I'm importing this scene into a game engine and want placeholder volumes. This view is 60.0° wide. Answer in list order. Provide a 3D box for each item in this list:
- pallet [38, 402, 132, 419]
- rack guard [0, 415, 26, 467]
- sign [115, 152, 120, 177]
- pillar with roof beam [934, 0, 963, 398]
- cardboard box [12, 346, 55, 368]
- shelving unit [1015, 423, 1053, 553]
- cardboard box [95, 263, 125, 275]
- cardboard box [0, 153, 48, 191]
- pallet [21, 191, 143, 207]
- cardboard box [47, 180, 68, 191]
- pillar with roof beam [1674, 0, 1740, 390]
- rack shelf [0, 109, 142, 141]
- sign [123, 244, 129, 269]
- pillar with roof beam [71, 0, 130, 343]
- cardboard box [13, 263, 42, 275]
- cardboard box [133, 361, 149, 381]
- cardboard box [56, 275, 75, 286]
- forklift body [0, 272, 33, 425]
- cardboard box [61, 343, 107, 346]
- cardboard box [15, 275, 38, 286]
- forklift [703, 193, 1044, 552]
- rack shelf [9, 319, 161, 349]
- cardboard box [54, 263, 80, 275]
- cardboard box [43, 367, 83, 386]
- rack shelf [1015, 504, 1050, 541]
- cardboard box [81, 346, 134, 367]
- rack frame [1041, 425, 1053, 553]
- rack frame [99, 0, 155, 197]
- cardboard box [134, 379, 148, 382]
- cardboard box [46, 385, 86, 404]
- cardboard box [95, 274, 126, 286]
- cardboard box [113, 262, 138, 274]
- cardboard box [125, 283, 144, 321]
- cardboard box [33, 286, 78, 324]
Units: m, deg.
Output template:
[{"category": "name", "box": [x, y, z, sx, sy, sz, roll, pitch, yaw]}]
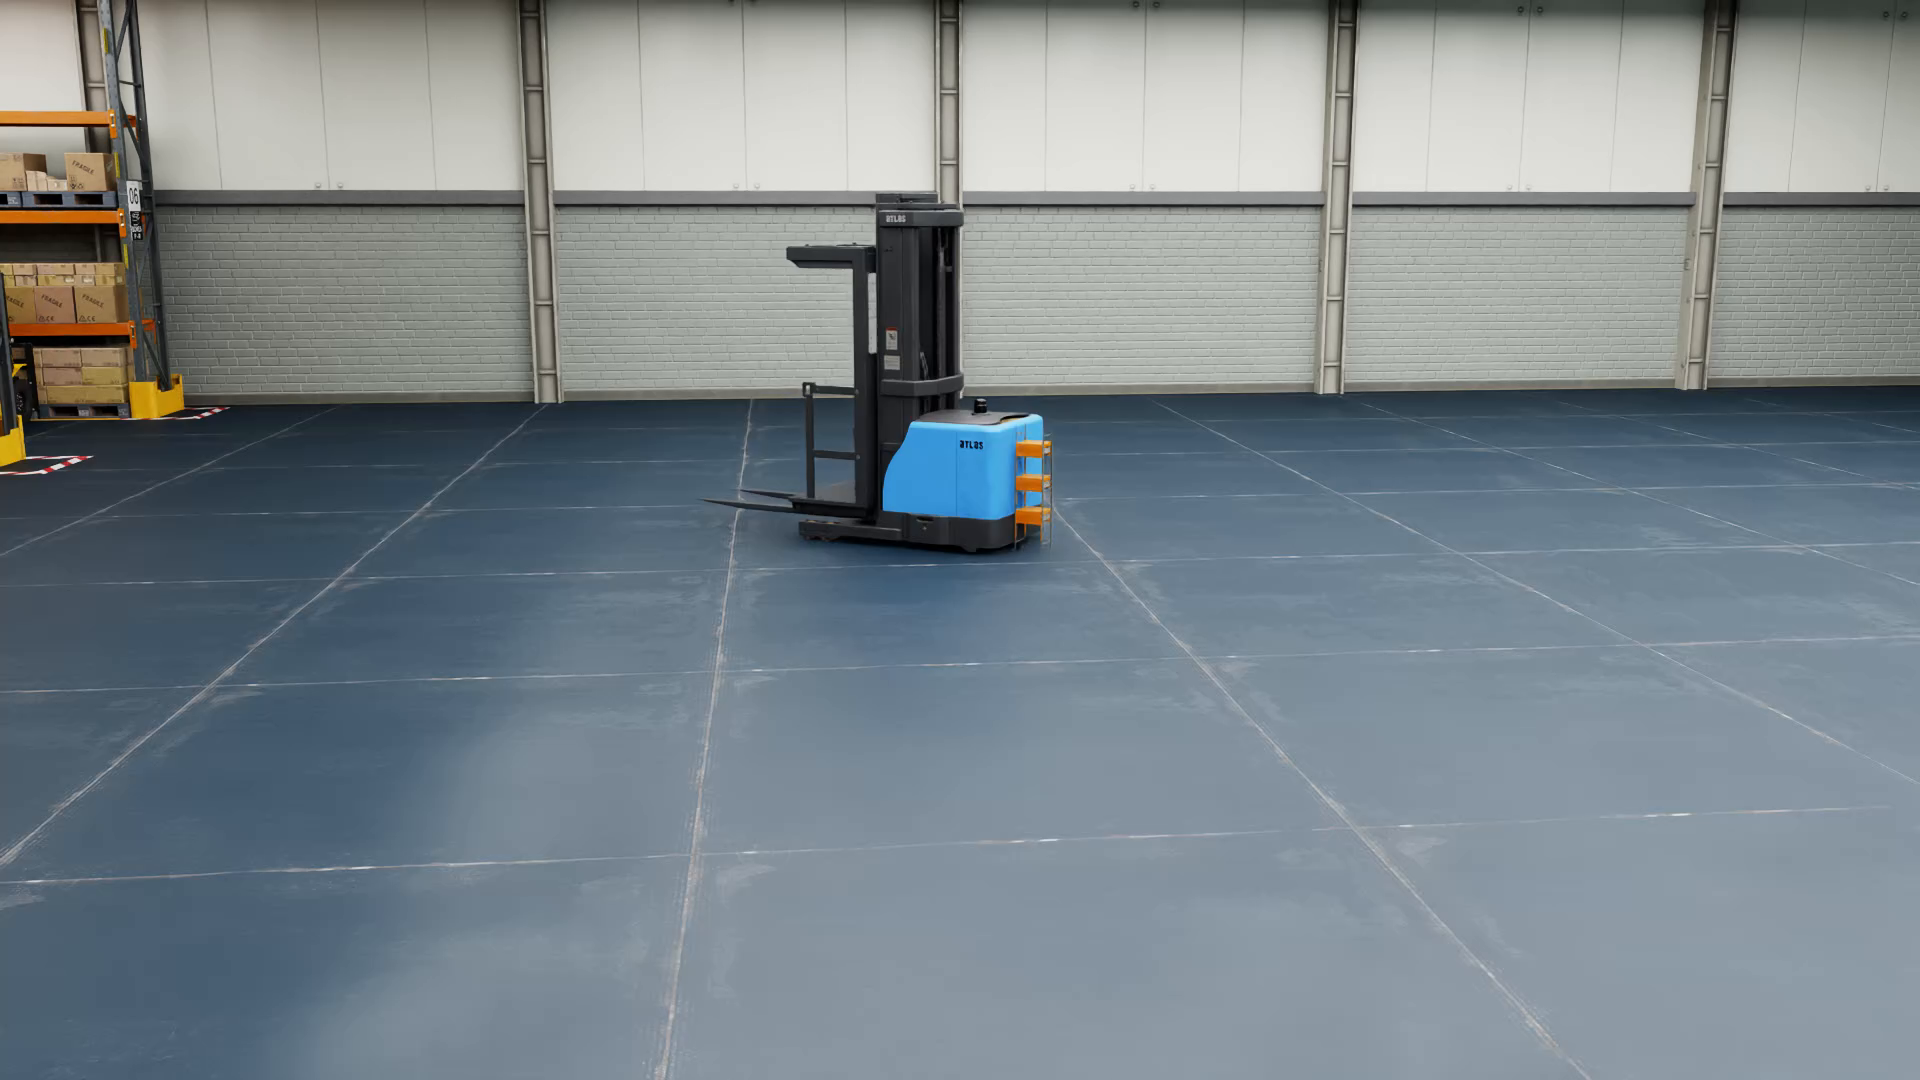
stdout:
[{"category": "pallet", "box": [-12.070, -1.861, 23.285, 1.213, 0.211, 1.003, -1, 11, -6]}, {"category": "rack guard", "box": [-10.850, -1.073, 18.529, 0.348, 0.500, 1.175, -1, 11, -6]}, {"category": "sign", "box": [-11.269, -5.016, 22.240, 0.005, 0.325, 0.100, -1, 11, -6]}, {"category": "pillar with roof beam", "box": [0.291, -5.779, 20.437, 0.400, 9.000, 9.100, -1, 11, -6]}, {"category": "cardboard box", "box": [-12.745, -2.507, 22.790, 0.500, 0.250, 0.500, -1, 11, -5]}, {"category": "shelving unit", "box": [0.613, -0.431, 13.841, 0.252, 1.050, 0.215, 5, 12, 26]}, {"category": "cardboard box", "box": [-11.647, -3.718, 22.793, 0.250, 0.149, 0.380, -1, 11, -6]}, {"category": "cardboard box", "box": [-12.757, -4.971, 22.493, 0.500, 0.500, 0.700, -1, 11, -6]}, {"category": "pallet", "box": [-12.020, -4.672, 22.807, 1.213, 0.211, 1.003, -1, 11, -6]}, {"category": "cardboard box", "box": [-12.105, -4.781, 22.439, 0.250, 0.149, 0.380, -2, 11, -8]}, {"category": "pillar with roof beam", "box": [12.221, -6.029, 21.708, 0.400, 9.000, 9.100, -1, 11, -6]}, {"category": "rack shelf", "box": [-13.302, -5.606, 22.455, 4.000, 0.370, 1.077, -1, 11, -6]}, {"category": "sign", "box": [-11.269, -3.833, 22.473, 0.005, 0.325, 0.100, -1, 11, -6]}, {"category": "pillar with roof beam", "box": [-11.638, -5.529, 19.165, 0.400, 9.000, 9.100, -1, 11, -6]}, {"category": "cardboard box", "box": [-12.649, -3.679, 22.593, 0.250, 0.149, 0.380, -1, 11, -5]}, {"category": "cardboard box", "box": [-11.804, -2.385, 23.467, 0.500, 0.250, 0.500, -1, 11, -5]}, {"category": "cardboard box", "box": [-12.144, -3.555, 22.732, 0.250, 0.149, 0.380, -1, 11, -5]}, {"category": "forklift body", "box": [-13.002, -2.447, 21.239, 1.214, 2.155, 2.313, -1, 11, -6]}, {"category": "cardboard box", "box": [-12.308, -2.615, 23.343, 0.500, 0.250, 0.500, -1, 11, -6]}, {"category": "cardboard box", "box": [-12.652, -3.537, 22.642, 0.250, 0.149, 0.380, -2, 11, -8]}, {"category": "forklift", "box": [-0.827, -1.510, 14.449, 3.031, 2.935, 1.130, 5, 12, 26]}, {"category": "rack shelf", "box": [-13.302, -2.858, 22.995, 4.000, 0.370, 1.077, -1, 11, -6]}, {"category": "cardboard box", "box": [-12.146, -3.696, 22.683, 0.250, 0.149, 0.380, -1, 11, -5]}, {"category": "cardboard box", "box": [-12.264, -2.277, 22.915, 0.500, 0.250, 0.500, -1, 11, -7]}, {"category": "rack shelf", "box": [0.613, -0.148, 13.897, 0.240, 0.259, 0.215, 5, 12, 26]}, {"category": "cardboard box", "box": [-11.738, -2.531, 22.913, 0.500, 0.250, 0.500, -1, 11, -4]}, {"category": "rack frame", "box": [0.723, -0.421, 13.788, 0.008, 1.050, 0.200, 5, 12, 26]}, {"category": "rack frame", "box": [-11.314, -6.196, 22.559, 0.127, 3.000, 1.000, -1, 11, -6]}, {"category": "cardboard box", "box": [-11.823, -2.137, 23.501, 0.500, 0.250, 0.500, -1, 11, -6]}, {"category": "cardboard box", "box": [-12.242, -2.031, 22.961, 0.500, 0.250, 0.500, -1, 11, -6]}, {"category": "cardboard box", "box": [-11.628, -3.559, 22.756, 0.250, 0.149, 0.380, -1, 11, -5]}, {"category": "cardboard box", "box": [-11.671, -3.800, 23.210, 0.250, 0.149, 0.380, -1, 11, -7]}, {"category": "cardboard box", "box": [-11.836, -3.345, 23.347, 0.500, 0.500, 0.500, -1, 11, -4]}, {"category": "cardboard box", "box": [-12.292, -3.232, 22.774, 0.500, 0.500, 0.500, -1, 11, -4]}]
